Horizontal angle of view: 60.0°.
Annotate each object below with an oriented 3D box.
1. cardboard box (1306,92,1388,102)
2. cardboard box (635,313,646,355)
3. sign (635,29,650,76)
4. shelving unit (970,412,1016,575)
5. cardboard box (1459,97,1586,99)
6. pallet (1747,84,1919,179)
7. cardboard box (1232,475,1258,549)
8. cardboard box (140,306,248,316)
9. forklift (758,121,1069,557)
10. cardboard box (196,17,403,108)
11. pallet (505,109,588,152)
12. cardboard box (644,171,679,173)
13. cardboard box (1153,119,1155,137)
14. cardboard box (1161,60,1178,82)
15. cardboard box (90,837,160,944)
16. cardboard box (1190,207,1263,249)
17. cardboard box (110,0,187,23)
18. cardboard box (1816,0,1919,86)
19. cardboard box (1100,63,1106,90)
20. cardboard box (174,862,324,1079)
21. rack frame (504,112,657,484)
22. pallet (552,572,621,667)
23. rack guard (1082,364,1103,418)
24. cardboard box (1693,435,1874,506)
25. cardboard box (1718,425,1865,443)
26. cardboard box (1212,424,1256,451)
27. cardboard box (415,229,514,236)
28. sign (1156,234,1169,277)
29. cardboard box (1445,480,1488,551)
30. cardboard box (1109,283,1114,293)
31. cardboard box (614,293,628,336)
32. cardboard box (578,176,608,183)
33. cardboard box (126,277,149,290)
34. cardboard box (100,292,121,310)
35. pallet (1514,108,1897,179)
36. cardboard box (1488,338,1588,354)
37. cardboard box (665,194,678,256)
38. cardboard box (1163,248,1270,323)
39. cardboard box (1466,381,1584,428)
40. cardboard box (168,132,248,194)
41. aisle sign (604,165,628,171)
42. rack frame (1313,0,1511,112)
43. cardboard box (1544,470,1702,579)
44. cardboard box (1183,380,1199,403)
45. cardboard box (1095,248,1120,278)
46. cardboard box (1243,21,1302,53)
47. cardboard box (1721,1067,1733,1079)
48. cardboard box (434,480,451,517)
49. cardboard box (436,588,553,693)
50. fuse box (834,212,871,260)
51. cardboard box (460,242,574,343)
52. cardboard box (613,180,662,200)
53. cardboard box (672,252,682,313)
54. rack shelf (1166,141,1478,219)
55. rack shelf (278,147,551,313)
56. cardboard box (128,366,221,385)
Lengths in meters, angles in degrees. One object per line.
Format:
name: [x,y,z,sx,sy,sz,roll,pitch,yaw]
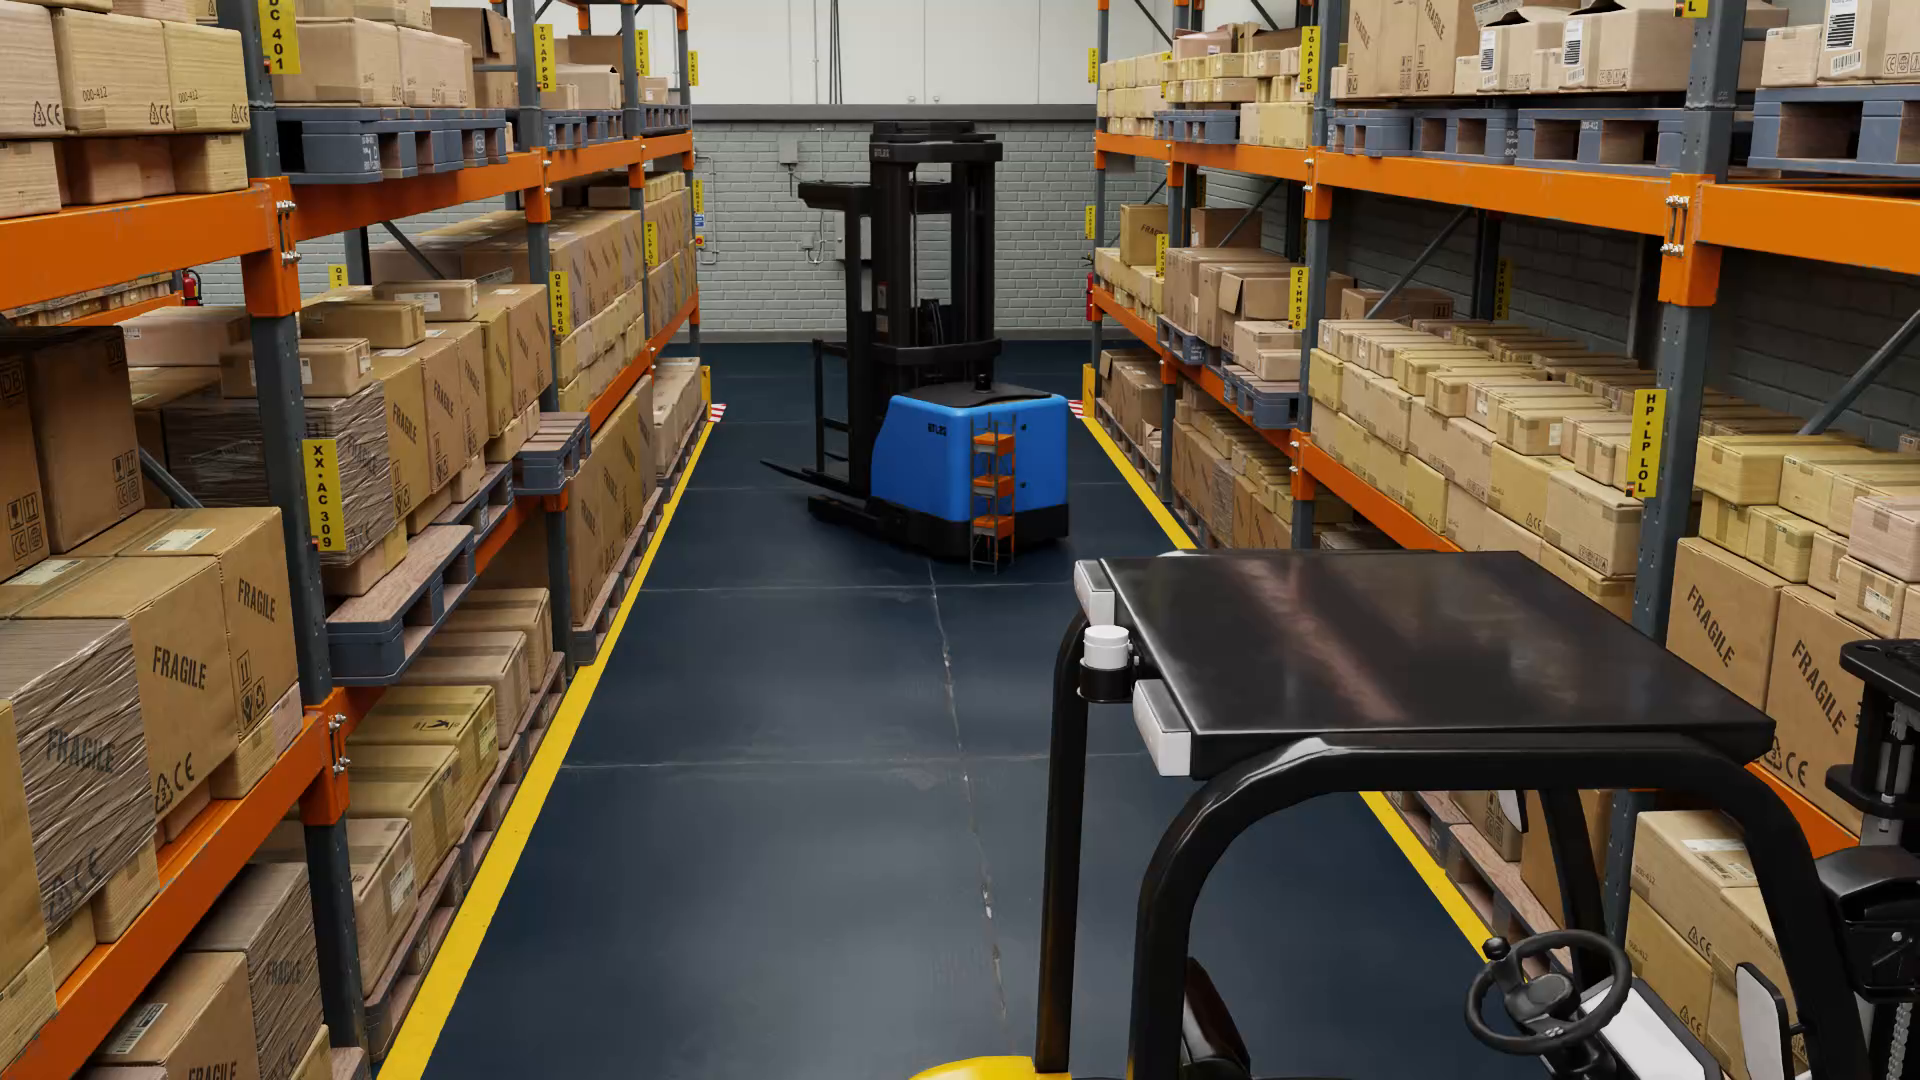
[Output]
cardboard box: [2.078,-2.428,8.923,0.380,0.149,0.250,-1,14,-2]
cardboard box: [-2.582,-1.507,12.164,0.500,0.250,0.500,-1,14,-5]
sign: [-2.321,-3.553,12.129,0.100,0.325,0.005,-1,14,-3]
shelving unit: [0.219,-0.314,11.140,0.215,1.050,0.252,8,16,28]
cardboard box: [2.641,-2.226,7.894,0.500,0.250,0.500,-1,14,-3]
pallet: [2.666,-0.973,3.947,1.003,0.211,1.213,-1,14,-3]
cardboard box: [2.044,-0.119,10.644,0.500,0.500,0.500,0,14,-1]
cardboard box: [-2.716,-0.758,6.010,0.380,0.149,0.250,-2,15,-6]
forklift: [-0.500,-1.612,12.408,1.130,2.935,3.031,-10,18,-35]
cardboard box: [-2.002,-1.433,5.013,0.500,0.250,0.500,-1,14,-5]
pallet: [-2.707,-2.213,8.967,1.213,0.211,1.003,0,14,-1]
cardboard box: [-2.888,-3.443,15.878,0.380,0.149,0.250,-1,14,-3]
cardboard box: [1.755,-3.308,13.350,0.380,0.149,0.250,0,14,-2]
cardboard box: [1.673,-3.411,12.106,0.380,0.149,0.250,0,14,-2]
cardboard box: [-1.976,0.752,3.588,0.380,0.149,0.250,-1,14,-4]
cardboard box: [2.265,-2.574,14.209,0.500,0.500,0.500,-1,14,-5]
cardboard box: [-2.036,-1.276,3.849,0.380,0.149,0.250,-1,14,-5]
cardboard box: [2.396,-1.226,3.887,0.500,0.311,0.500,-1,14,-2]
cardboard box: [1.621,-4.412,15.833,0.500,0.250,0.500,-1,14,-4]
cardboard box: [-2.062,1.210,4.472,0.500,0.500,0.500,-1,14,-4]
rack frame: [-2.862,-1.687,12.564,1.000,3.000,0.127,-1,14,-3]
pallet: [-2.588,0.461,9.812,1.003,0.211,1.213,-1,14,-3]
rack guard: [1.849,-1.530,16.970,1.175,0.500,0.348,-1,14,-3]
cardboard box: [2.311,-0.198,4.676,0.380,0.149,0.250,-1,14,-2]
cardboard box: [2.816,-0.296,5.654,0.380,0.149,0.250,-1,14,-5]
cardboard box: [1.979,-0.716,11.663,0.380,0.149,0.250,-1,14,-4]
cardboard box: [-2.971,-1.601,10.021,0.500,0.500,0.500,-1,14,-3]
sign: [1.551,-2.174,12.718,0.100,0.325,0.005,-1,14,-3]
cardboard box: [2.259,-0.073,6.590,0.500,0.250,0.500,-1,14,-3]
cardboard box: [1.653,-2.489,16.186,0.380,0.149,0.250,-1,14,-2]
cardboard box: [-2.515,-1.498,11.126,0.500,0.250,0.500,-1,14,-2]
cardboard box: [-3.298,-3.113,14.598,0.380,0.149,0.250,-1,14,-3]
cardboard box: [-7.732,-2.537,15.069,0.500,0.500,0.500,-1,14,-4]
cardboard box: [-7.707,-2.128,14.783,0.380,0.149,0.250,-2,15,-6]
pallet: [2.520,-1.354,5.635,0.805,0.209,1.217,-1,15,-6]
cardboard box: [2.730,-0.866,7.870,0.380,0.149,0.250,-1,14,-5]
cardboard box: [-2.724,-2.721,14.374,0.500,0.500,0.500,-1,14,-4]
cardboard box: [1.899,-1.893,12.320,0.700,0.500,0.500,-1,14,-2]
cardboard box: [2.236,-0.537,6.590,0.380,0.149,0.250,-1,14,-3]
cardboard box: [-2.042,-0.955,4.202,0.380,0.149,0.250,-1,14,-3]
aisle sign: [-3.404,-3.954,16.159,0.394,0.787,0.004,-1,14,-3]
rack frame: [2.340,-3.675,8.252,1.000,3.000,0.127,-1,14,-3]
cardboard box: [2.302,-0.063,5.548,0.500,0.250,0.500,-1,14,-5]
cardboard box: [1.909,-1.123,12.648,0.380,0.149,0.250,-1,14,-4]
cardboard box: [1.603,-2.714,16.259,0.500,0.250,0.500,-1,14,-3]
cardboard box: [2.229,-3.552,11.824,0.396,0.266,0.258,-1,14,-3]
cardboard box: [2.334,1.605,4.446,0.500,0.250,0.500,-1,14,-5]
cardboard box: [-2.173,-0.179,6.365,0.380,0.149,0.250,-1,14,-3]
cardboard box: [-2.589,0.518,8.426,0.950,0.372,0.625,-2,15,-7]
fuse box: [-1.377,-3.456,22.025,0.539,1.711,0.414,-1,14,-3]
cardboard box: [-2.400,-1.351,9.052,0.500,0.500,0.500,-1,14,-5]
cardboard box: [-2.654,-2.872,13.661,0.380,0.149,0.250,-1,14,-5]
cardboard box: [-2.713,-2.233,14.487,0.500,0.500,0.500,0,14,-2]
rack shelf: [2.216,-2.372,10.648,1.077,0.370,4.000,-1,14,-3]
rack shelf: [-2.490,-1.299,6.480,1.077,0.370,4.000,-1,14,-3]
cardboard box: [-2.656,-0.328,5.641,0.500,0.500,0.500,-1,14,-3]
